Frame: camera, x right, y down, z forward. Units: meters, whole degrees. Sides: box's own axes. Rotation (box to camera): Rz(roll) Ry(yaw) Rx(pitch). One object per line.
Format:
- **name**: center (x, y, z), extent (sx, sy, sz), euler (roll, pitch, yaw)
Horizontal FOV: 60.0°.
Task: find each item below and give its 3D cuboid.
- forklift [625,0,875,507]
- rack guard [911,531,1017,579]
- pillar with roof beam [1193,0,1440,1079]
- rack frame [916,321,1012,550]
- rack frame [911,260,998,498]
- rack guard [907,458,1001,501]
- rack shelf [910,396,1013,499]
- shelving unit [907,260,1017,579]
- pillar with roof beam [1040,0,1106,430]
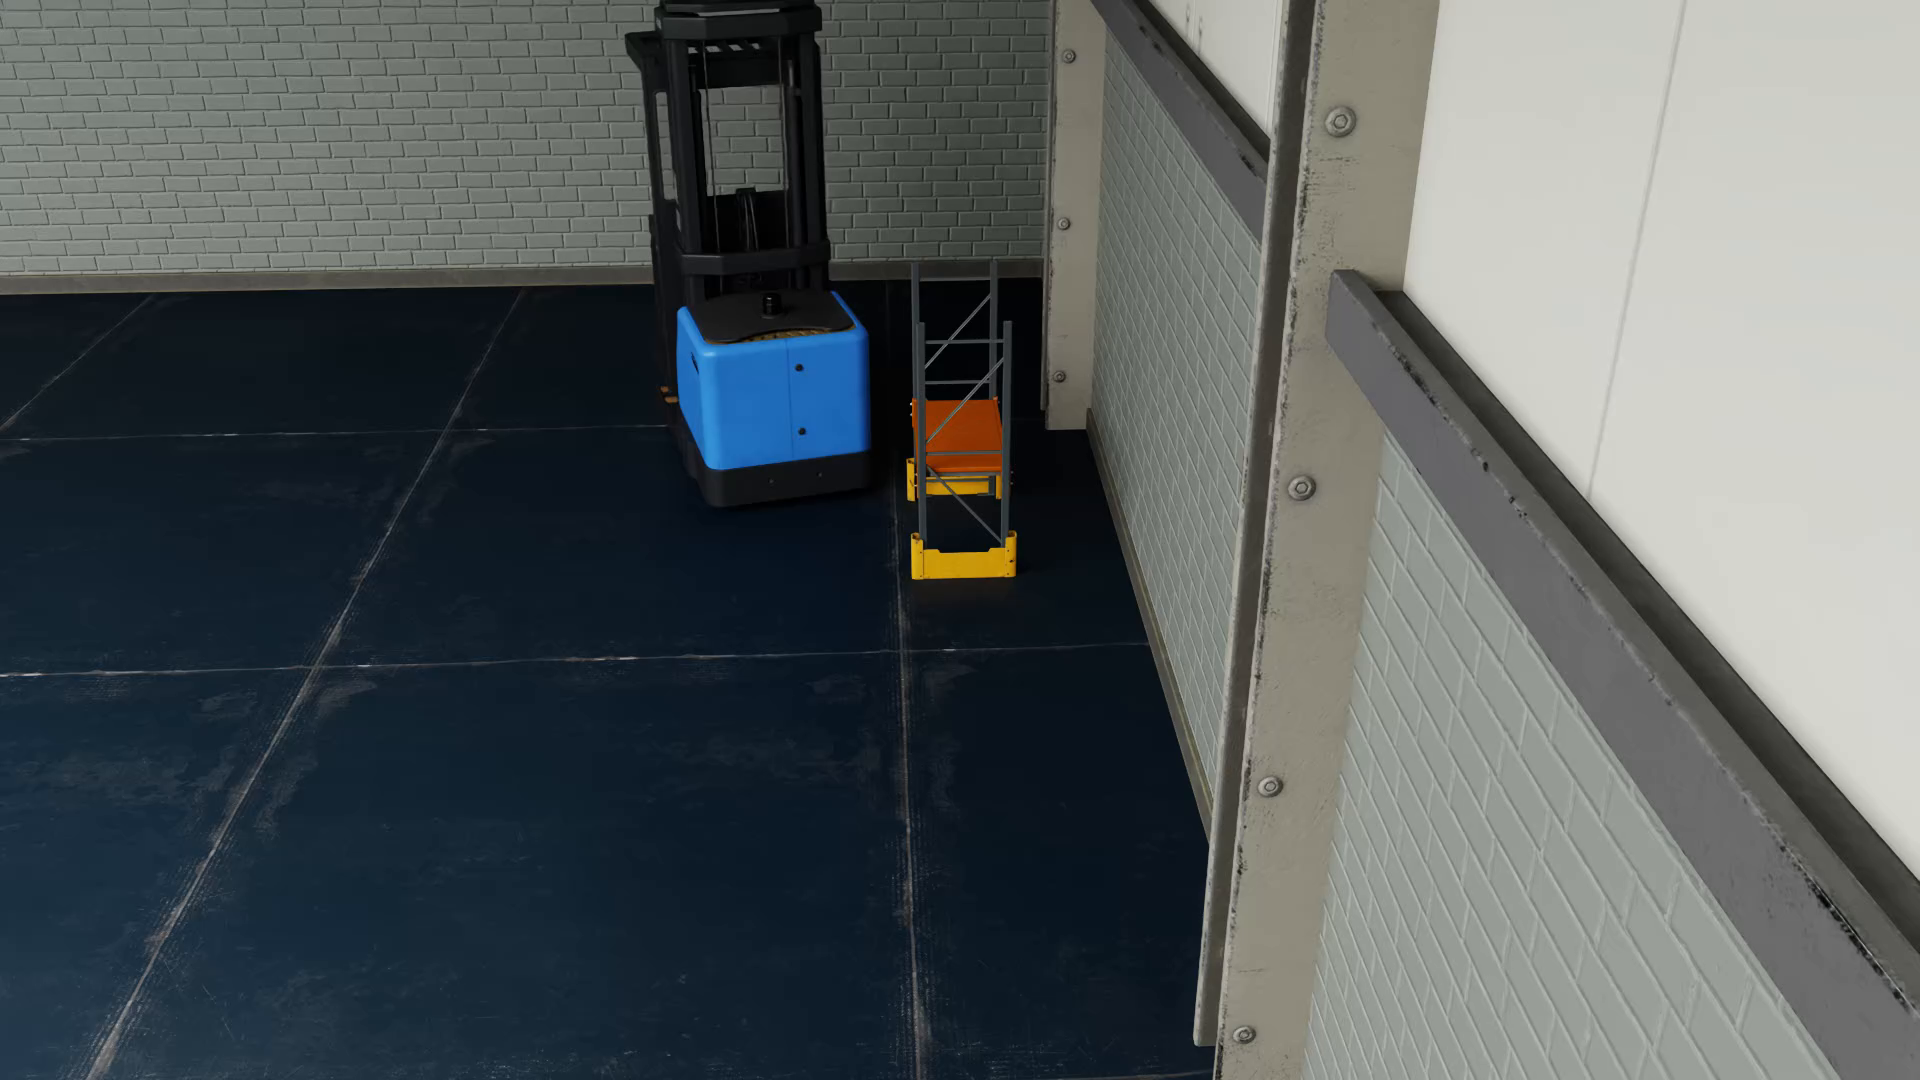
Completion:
- **forklift**: center (-1.463, -2.160, 10.722), extent (1.130, 2.935, 3.031), euler (-9, 29, -16)
- **rack guard**: center (0.022, 0.084, 9.319), extent (0.587, 0.250, 0.087), euler (-1, 28, -3)
- **pillar with roof beam**: center (-3.266, -1.951, 3.759), extent (9.100, 9.000, 0.400), euler (-1, 28, -3)
- **rack frame**: center (0.022, -0.470, 9.029), extent (0.500, 1.500, 0.032), euler (-1, 28, -3)
- **rack frame**: center (-0.031, -0.939, 9.929), extent (0.500, 1.500, 0.032), euler (-1, 28, -3)
- **rack guard**: center (-0.030, -0.376, 10.201), extent (0.587, 0.250, 0.087), euler (-1, 28, -3)
- **rack shelf**: center (-0.004, -0.545, 9.562), extent (0.538, 0.185, 1.000), euler (-1, 28, -3)
- **shelving unit**: center (-0.004, -0.700, 9.471), extent (0.587, 1.500, 1.083), euler (-1, 28, -3)
- **pillar with roof beam**: center (-3.579, -4.722, 9.072), extent (9.100, 9.000, 0.400), euler (-1, 28, -3)
